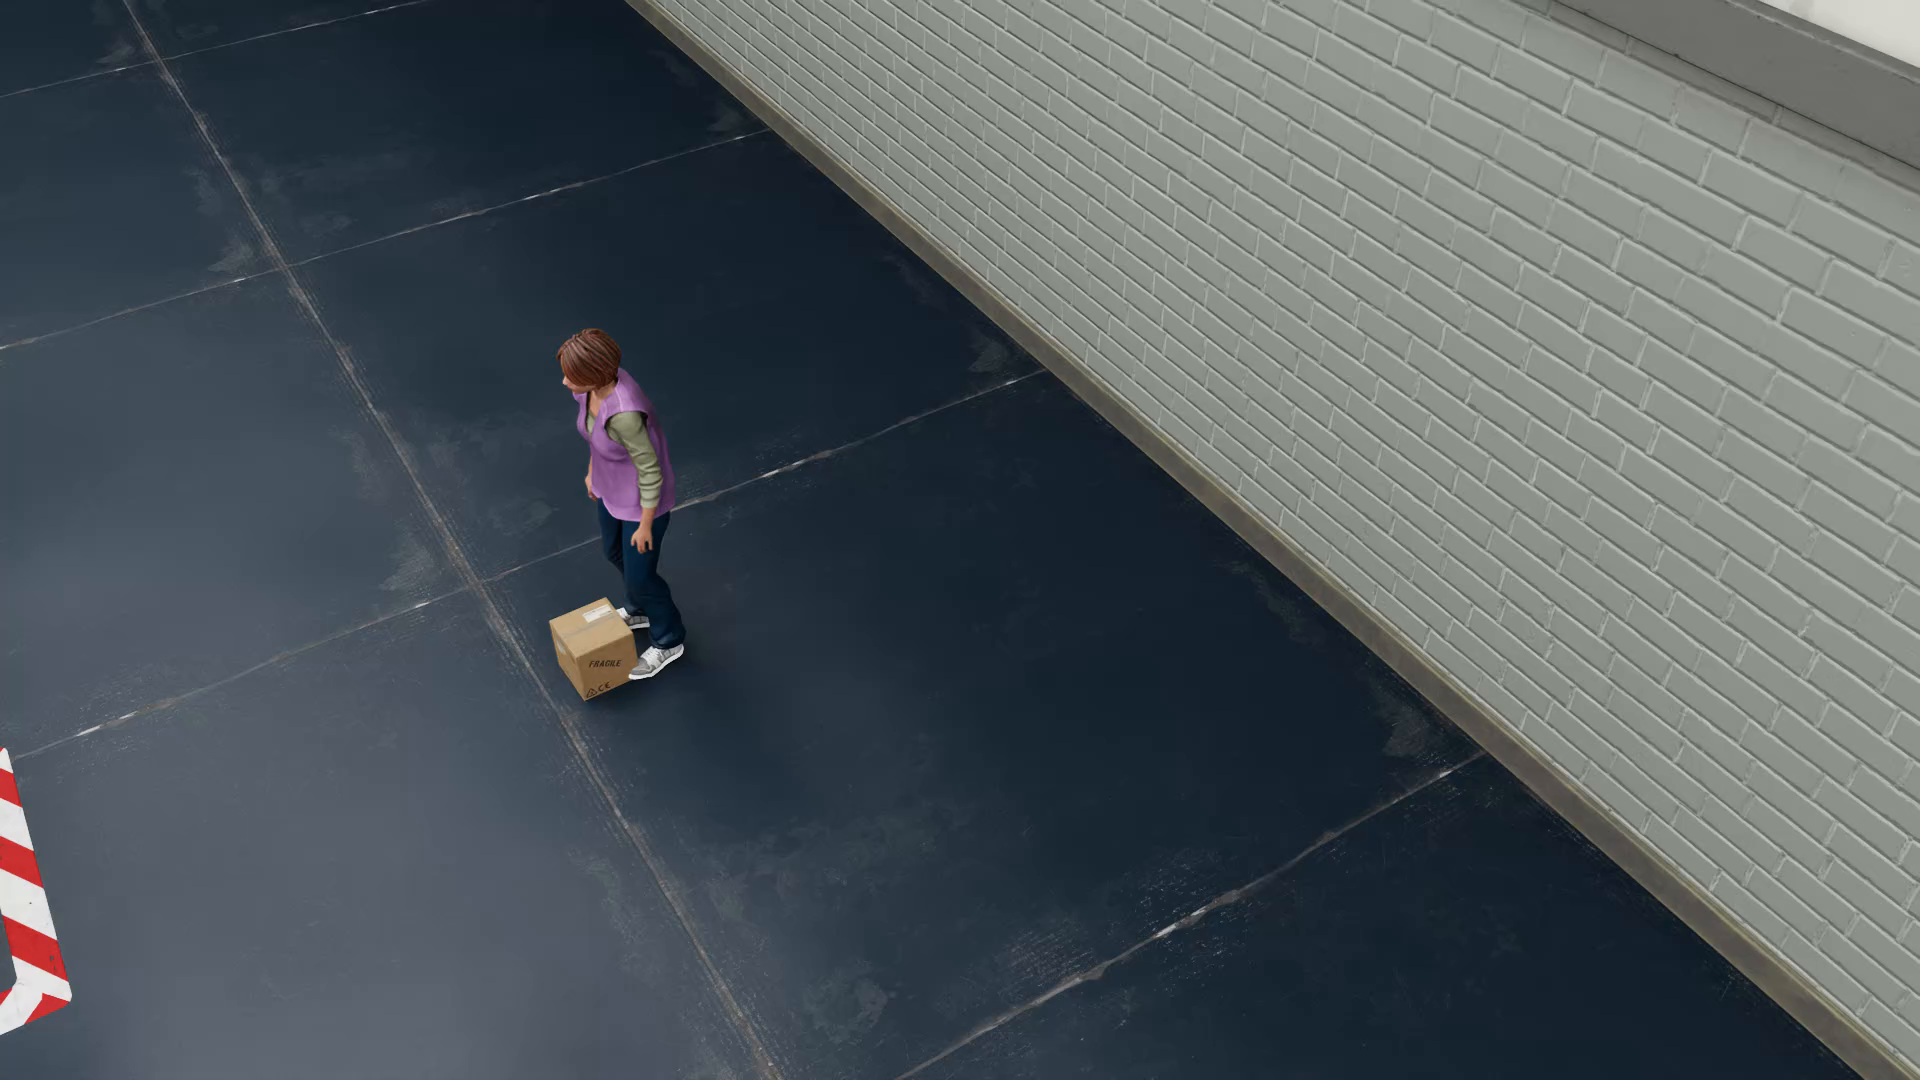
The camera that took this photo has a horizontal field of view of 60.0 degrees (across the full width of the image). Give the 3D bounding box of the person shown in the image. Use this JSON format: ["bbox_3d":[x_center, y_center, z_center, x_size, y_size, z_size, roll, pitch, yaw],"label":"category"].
[{"bbox_3d":[-5.111,-2.957,8.315,2.769,3.194,10.366,-25,47,-26],"label":"person"}]
